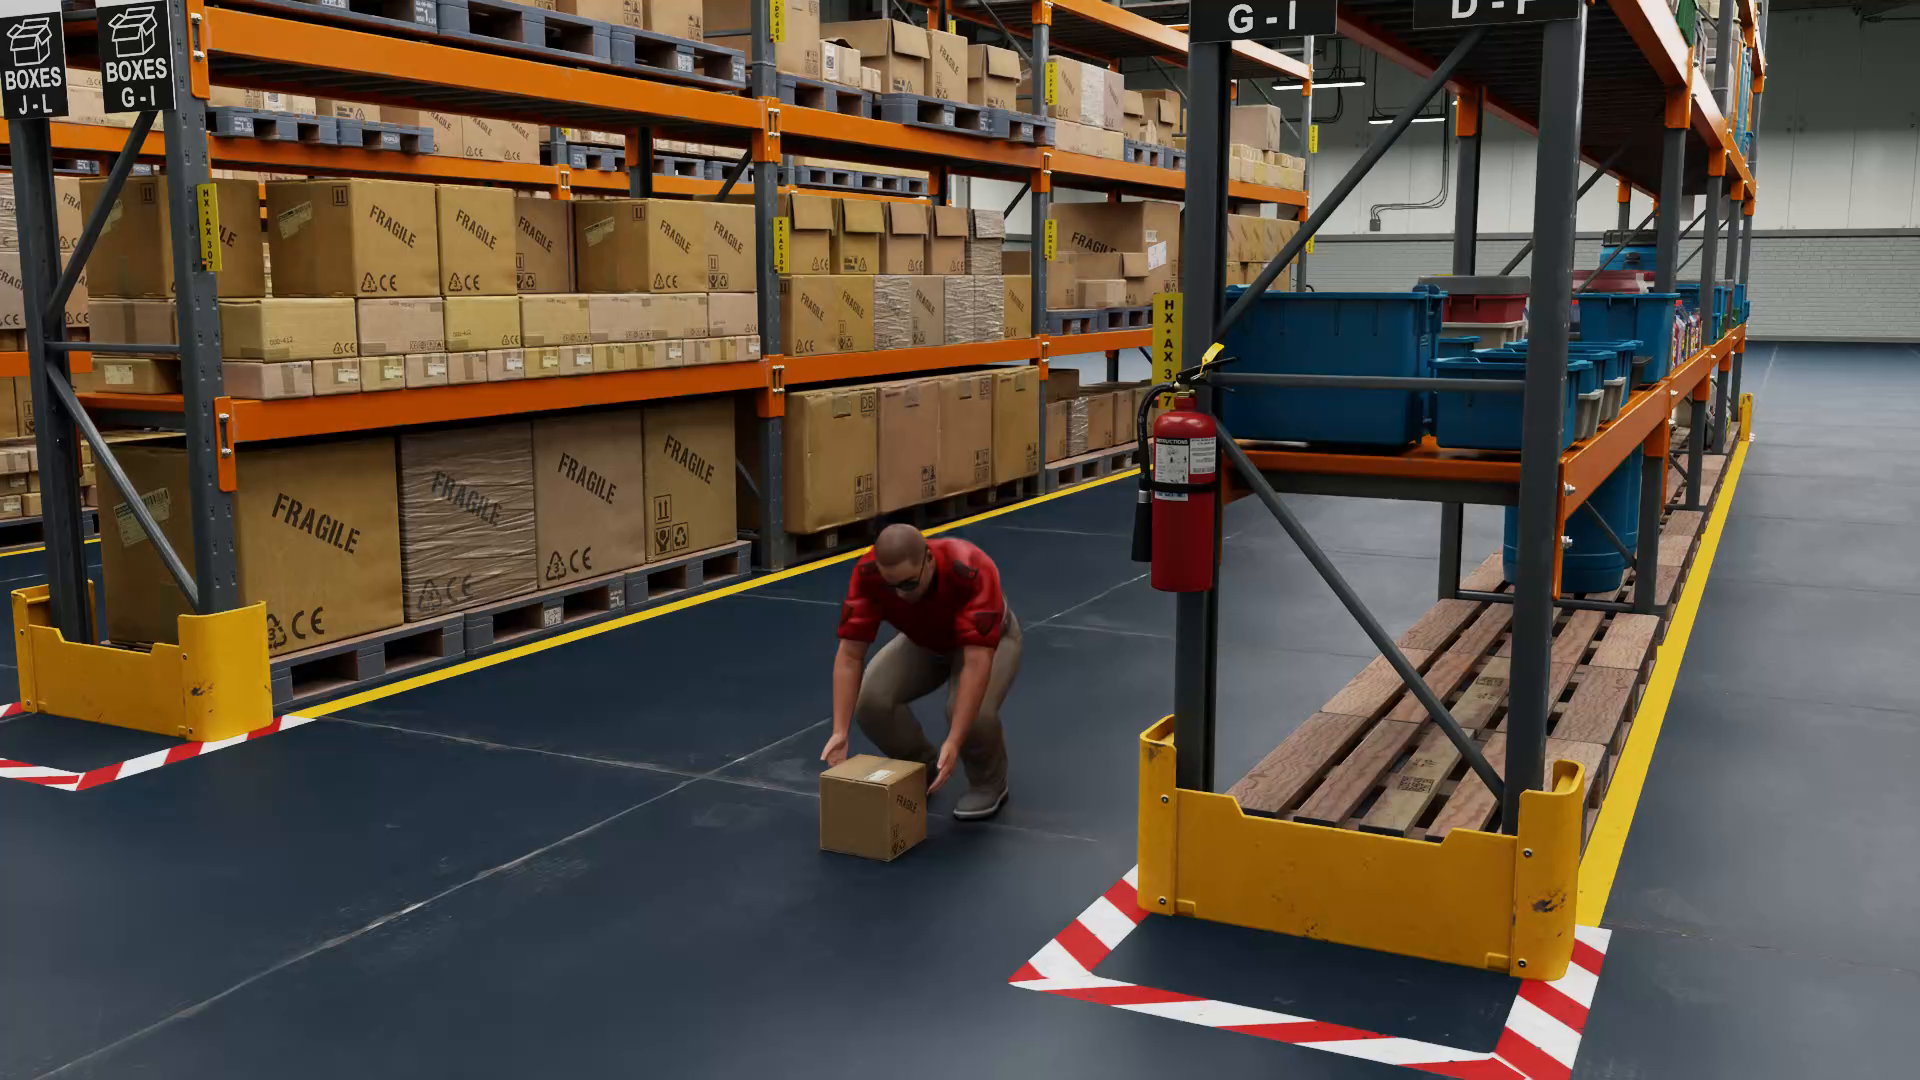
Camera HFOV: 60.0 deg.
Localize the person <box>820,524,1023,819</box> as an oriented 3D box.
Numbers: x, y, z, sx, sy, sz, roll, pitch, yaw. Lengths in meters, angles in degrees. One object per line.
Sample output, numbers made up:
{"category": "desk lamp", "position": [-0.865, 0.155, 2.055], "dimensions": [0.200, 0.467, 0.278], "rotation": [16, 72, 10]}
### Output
{"category": "person", "position": [-0.070, 0.413, 5.542], "dimensions": [0.570, 1.036, 0.857], "rotation": [4, 10, 26]}
